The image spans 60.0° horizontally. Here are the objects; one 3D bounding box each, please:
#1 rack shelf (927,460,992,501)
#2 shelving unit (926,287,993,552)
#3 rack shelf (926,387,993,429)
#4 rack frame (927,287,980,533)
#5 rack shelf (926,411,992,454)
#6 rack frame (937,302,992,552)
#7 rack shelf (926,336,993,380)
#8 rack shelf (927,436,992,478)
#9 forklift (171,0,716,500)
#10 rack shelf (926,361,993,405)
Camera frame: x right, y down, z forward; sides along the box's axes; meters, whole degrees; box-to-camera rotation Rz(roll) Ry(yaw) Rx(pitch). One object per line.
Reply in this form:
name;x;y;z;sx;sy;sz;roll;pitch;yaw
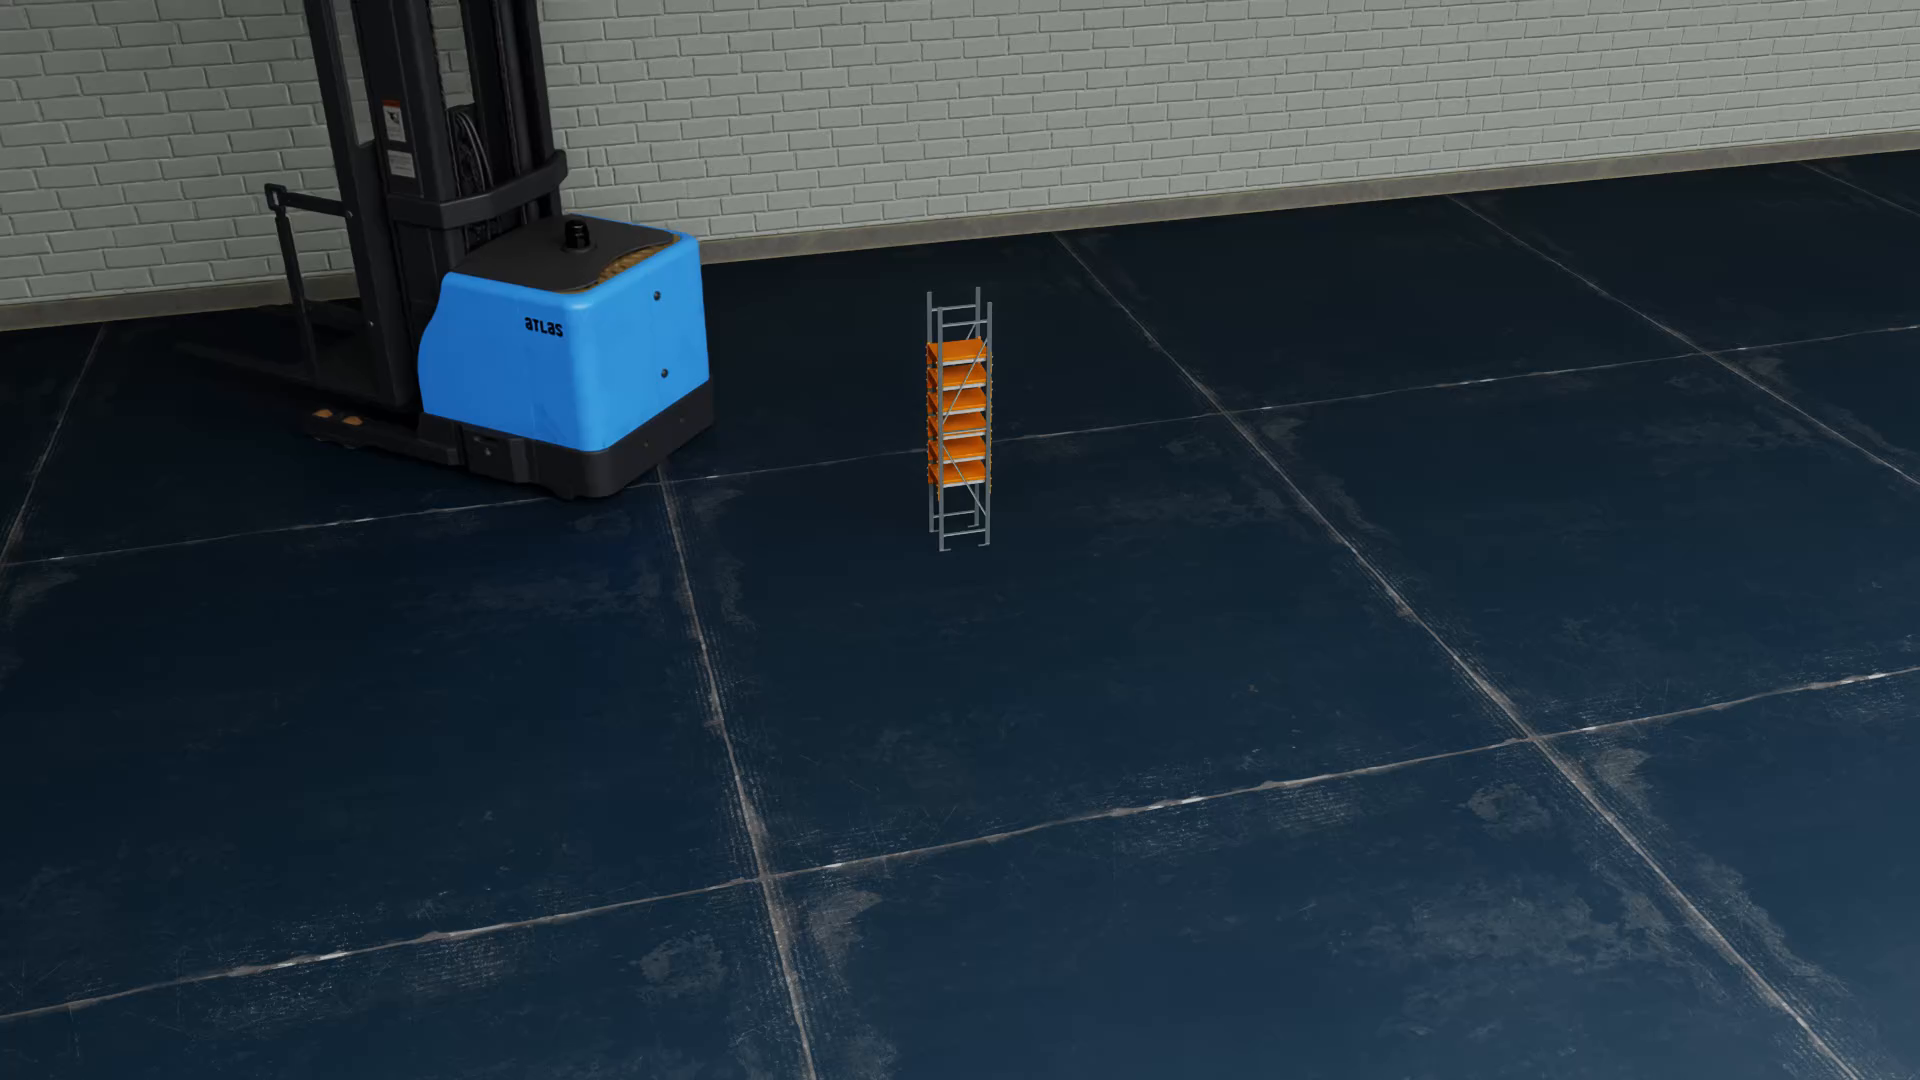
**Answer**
rack shelf;-0.004;-0.280;7.604;0.258;0.103;0.180;-8;31;-13
shelving unit;-0.004;-0.526;7.462;0.258;1.200;0.189;-8;31;-13
rack shelf;-0.004;-0.592;7.424;0.258;0.103;0.180;-8;31;-13
rack frame;-0.028;-0.570;7.538;0.240;1.200;0.006;-8;31;-13
rack shelf;-0.004;-0.488;7.484;0.258;0.103;0.180;-8;31;-13
rack frame;0.020;-0.482;7.385;0.240;1.200;0.006;-8;31;-13
rack shelf;-0.004;-0.799;7.303;0.258;0.103;0.180;-8;31;-13
rack shelf;-0.004;-0.384;7.544;0.258;0.103;0.180;-8;31;-13
forklift;-2.831;-1.957;8.205;3.031;2.935;1.130;14;33;22
rack shelf;-0.004;-0.696;7.364;0.258;0.103;0.180;-8;31;-13
